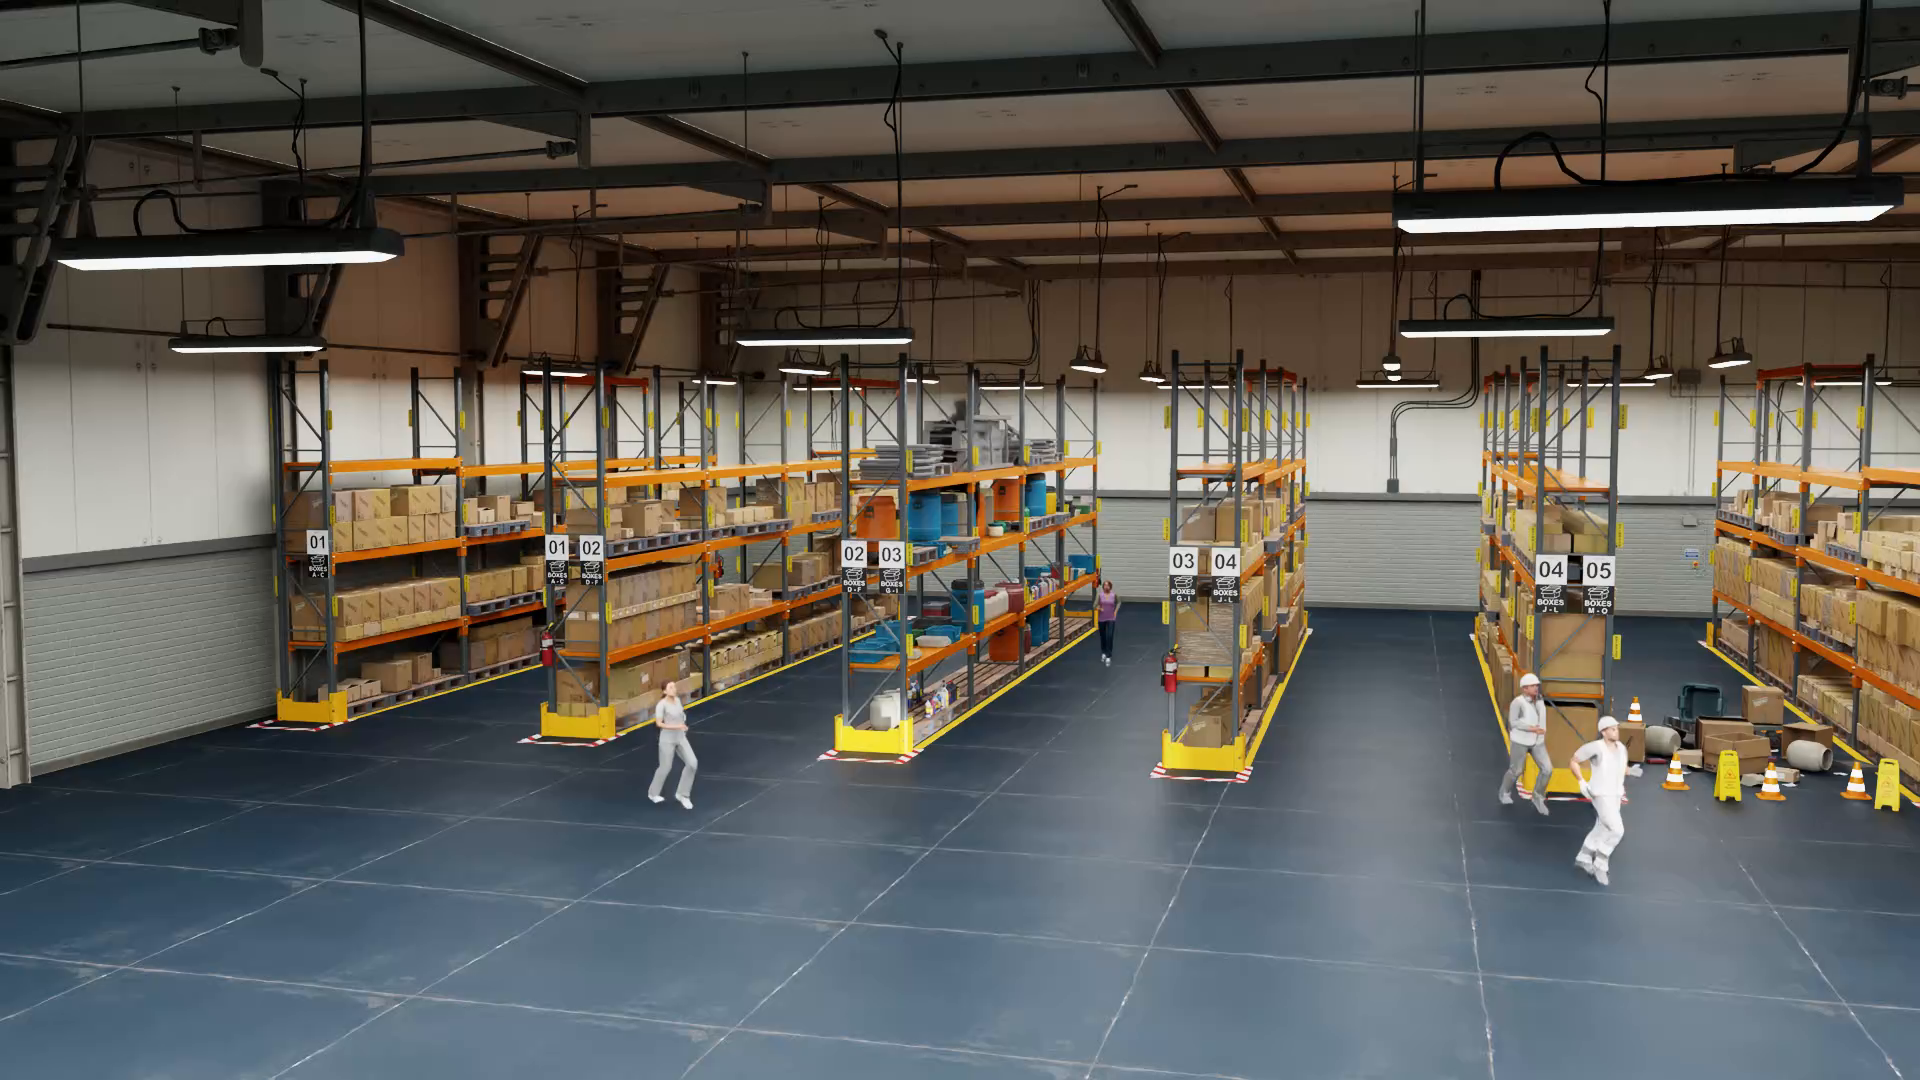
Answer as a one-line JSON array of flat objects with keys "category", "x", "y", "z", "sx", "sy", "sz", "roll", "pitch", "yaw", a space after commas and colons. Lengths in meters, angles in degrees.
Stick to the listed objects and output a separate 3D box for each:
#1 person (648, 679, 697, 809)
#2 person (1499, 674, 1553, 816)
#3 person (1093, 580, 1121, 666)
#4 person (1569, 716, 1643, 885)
[{"category": "person", "x": -3.719, "y": 2.630, "z": 21.516, "sx": 0.753, "sy": 1.684, "sz": 0.570, "roll": 4, "pitch": 5, "yaw": 41}, {"category": "person", "x": 7.255, "y": 2.592, "z": 21.223, "sx": 0.665, "sy": 1.800, "sz": 0.835, "roll": -1, "pitch": 4, "yaw": -19}, {"category": "person", "x": 2.837, "y": 1.576, "z": 32.167, "sx": 0.536, "sy": 1.618, "sz": 0.730, "roll": 1, "pitch": 4, "yaw": 8}, {"category": "person", "x": 7.060, "y": 2.817, "z": 18.119, "sx": 0.627, "sy": 1.817, "sz": 0.717, "roll": -3, "pitch": 5, "yaw": -32}]
